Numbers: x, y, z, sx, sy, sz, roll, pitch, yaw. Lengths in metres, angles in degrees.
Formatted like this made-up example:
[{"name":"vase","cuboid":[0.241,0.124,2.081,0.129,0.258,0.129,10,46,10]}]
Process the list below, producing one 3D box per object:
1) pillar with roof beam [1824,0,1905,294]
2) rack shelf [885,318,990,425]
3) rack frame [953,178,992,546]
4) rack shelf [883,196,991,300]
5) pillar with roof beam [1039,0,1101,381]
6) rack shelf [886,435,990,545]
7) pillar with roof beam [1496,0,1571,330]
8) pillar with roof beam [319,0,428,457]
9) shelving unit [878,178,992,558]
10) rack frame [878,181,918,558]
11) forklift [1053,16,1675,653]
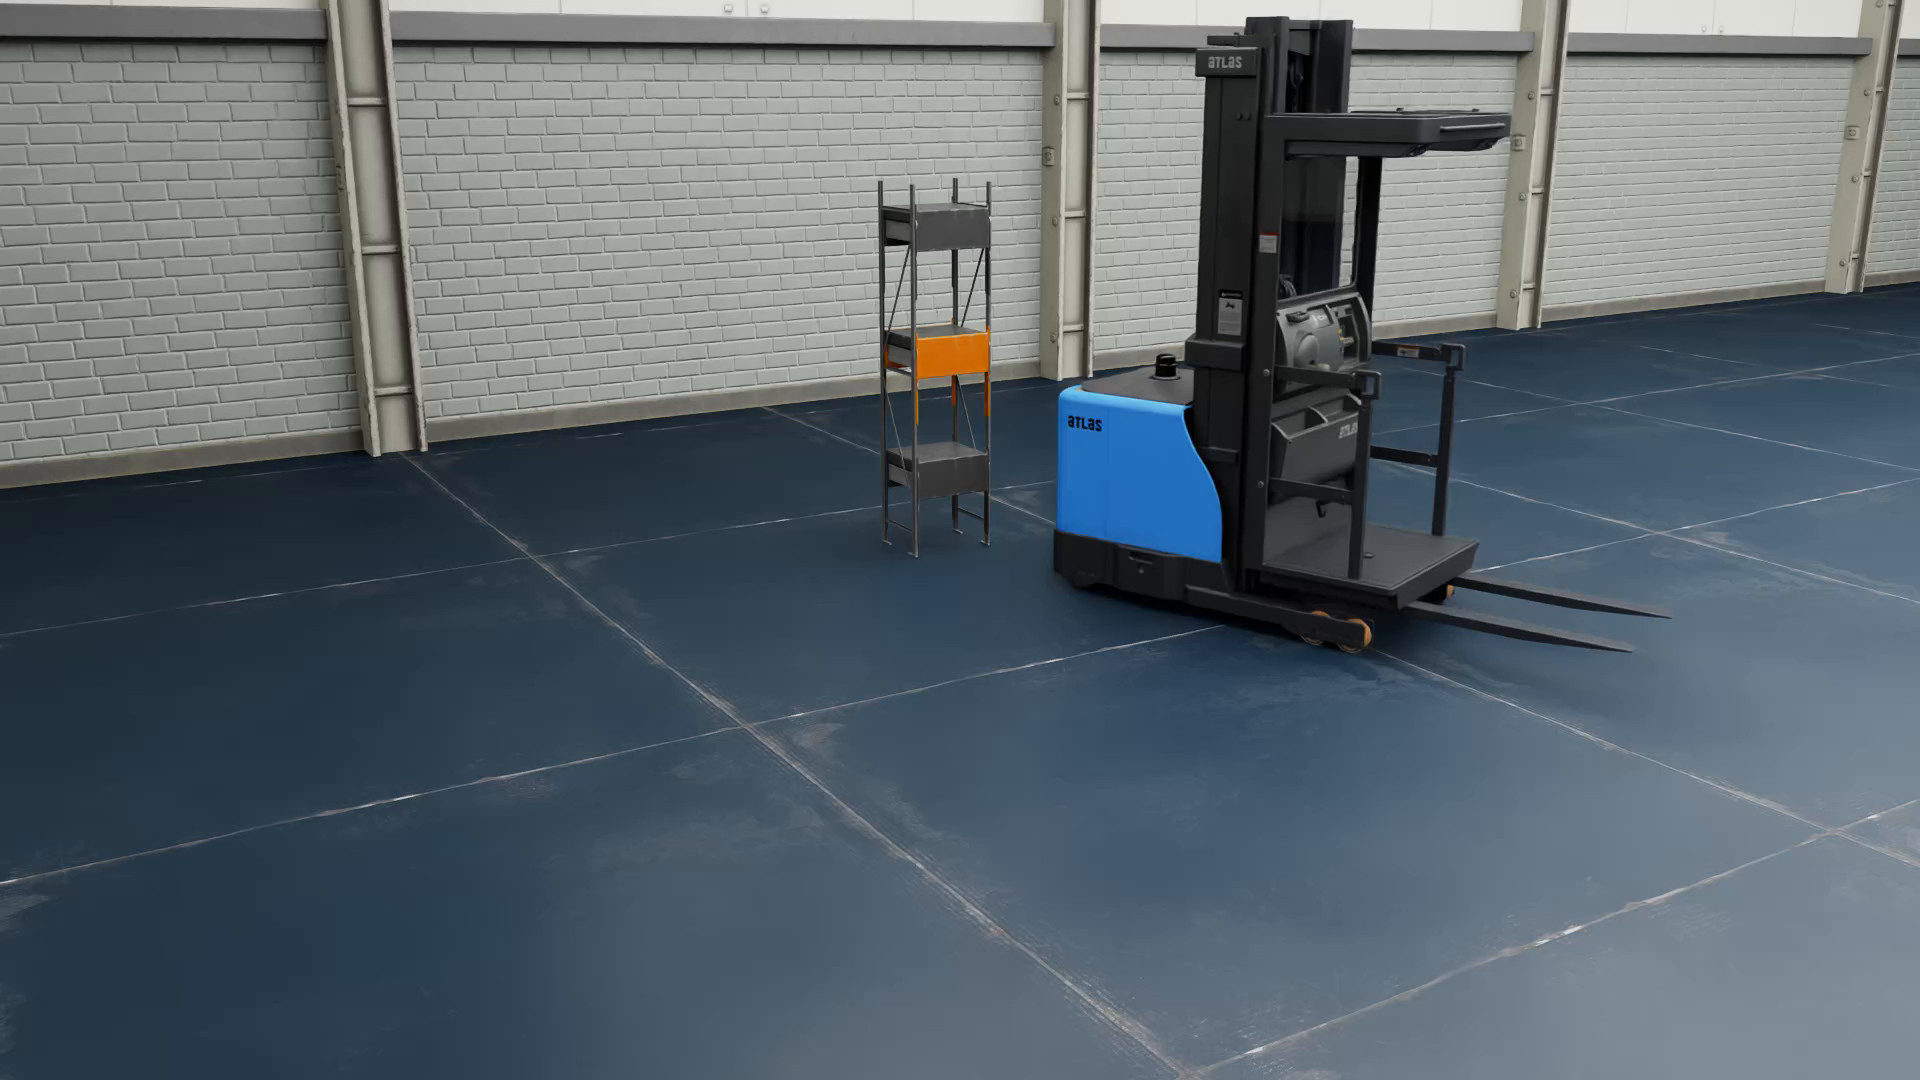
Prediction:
[{"name":"pillar with roof beam","cuboid":[13.475,-6.507,16.451,0.400,9.000,9.100,-9,18,-30]},{"name":"rack shelf","cuboid":[-0.142,-0.975,9.548,0.480,0.518,0.431,-9,18,-30]},{"name":"rack frame","cuboid":[0.067,-1.022,9.665,0.015,2.100,0.400,-9,18,-30]},{"name":"rack shelf","cuboid":[-0.142,-1.649,9.359,0.480,0.518,0.431,-9,18,-30]},{"name":"pillar with roof beam","cuboid":[3.189,-4.839,10.501,0.400,9.000,9.100,-9,18,-30]},{"name":"rack shelf","cuboid":[-0.142,-0.301,9.737,0.480,0.518,0.431,-9,18,-30]},{"name":"pillar with roof beam","cuboid":[8.332,-5.673,13.476,0.400,9.000,9.100,-9,18,-30]},{"name":"pillar with roof beam","cuboid":[-1.954,-4.005,7.525,0.400,9.000,9.100,-9,18,-30]},{"name":"shelving unit","cuboid":[-0.142,-0.988,9.544,0.503,2.100,0.431,-9,18,-30]},{"name":"rack frame","cuboid":[-0.351,-0.954,9.423,0.015,2.100,0.400,-9,18,-30]},{"name":"forklift","cuboid":[1.977,-1.029,8.152,3.031,2.935,1.130,12,20,37]}]
